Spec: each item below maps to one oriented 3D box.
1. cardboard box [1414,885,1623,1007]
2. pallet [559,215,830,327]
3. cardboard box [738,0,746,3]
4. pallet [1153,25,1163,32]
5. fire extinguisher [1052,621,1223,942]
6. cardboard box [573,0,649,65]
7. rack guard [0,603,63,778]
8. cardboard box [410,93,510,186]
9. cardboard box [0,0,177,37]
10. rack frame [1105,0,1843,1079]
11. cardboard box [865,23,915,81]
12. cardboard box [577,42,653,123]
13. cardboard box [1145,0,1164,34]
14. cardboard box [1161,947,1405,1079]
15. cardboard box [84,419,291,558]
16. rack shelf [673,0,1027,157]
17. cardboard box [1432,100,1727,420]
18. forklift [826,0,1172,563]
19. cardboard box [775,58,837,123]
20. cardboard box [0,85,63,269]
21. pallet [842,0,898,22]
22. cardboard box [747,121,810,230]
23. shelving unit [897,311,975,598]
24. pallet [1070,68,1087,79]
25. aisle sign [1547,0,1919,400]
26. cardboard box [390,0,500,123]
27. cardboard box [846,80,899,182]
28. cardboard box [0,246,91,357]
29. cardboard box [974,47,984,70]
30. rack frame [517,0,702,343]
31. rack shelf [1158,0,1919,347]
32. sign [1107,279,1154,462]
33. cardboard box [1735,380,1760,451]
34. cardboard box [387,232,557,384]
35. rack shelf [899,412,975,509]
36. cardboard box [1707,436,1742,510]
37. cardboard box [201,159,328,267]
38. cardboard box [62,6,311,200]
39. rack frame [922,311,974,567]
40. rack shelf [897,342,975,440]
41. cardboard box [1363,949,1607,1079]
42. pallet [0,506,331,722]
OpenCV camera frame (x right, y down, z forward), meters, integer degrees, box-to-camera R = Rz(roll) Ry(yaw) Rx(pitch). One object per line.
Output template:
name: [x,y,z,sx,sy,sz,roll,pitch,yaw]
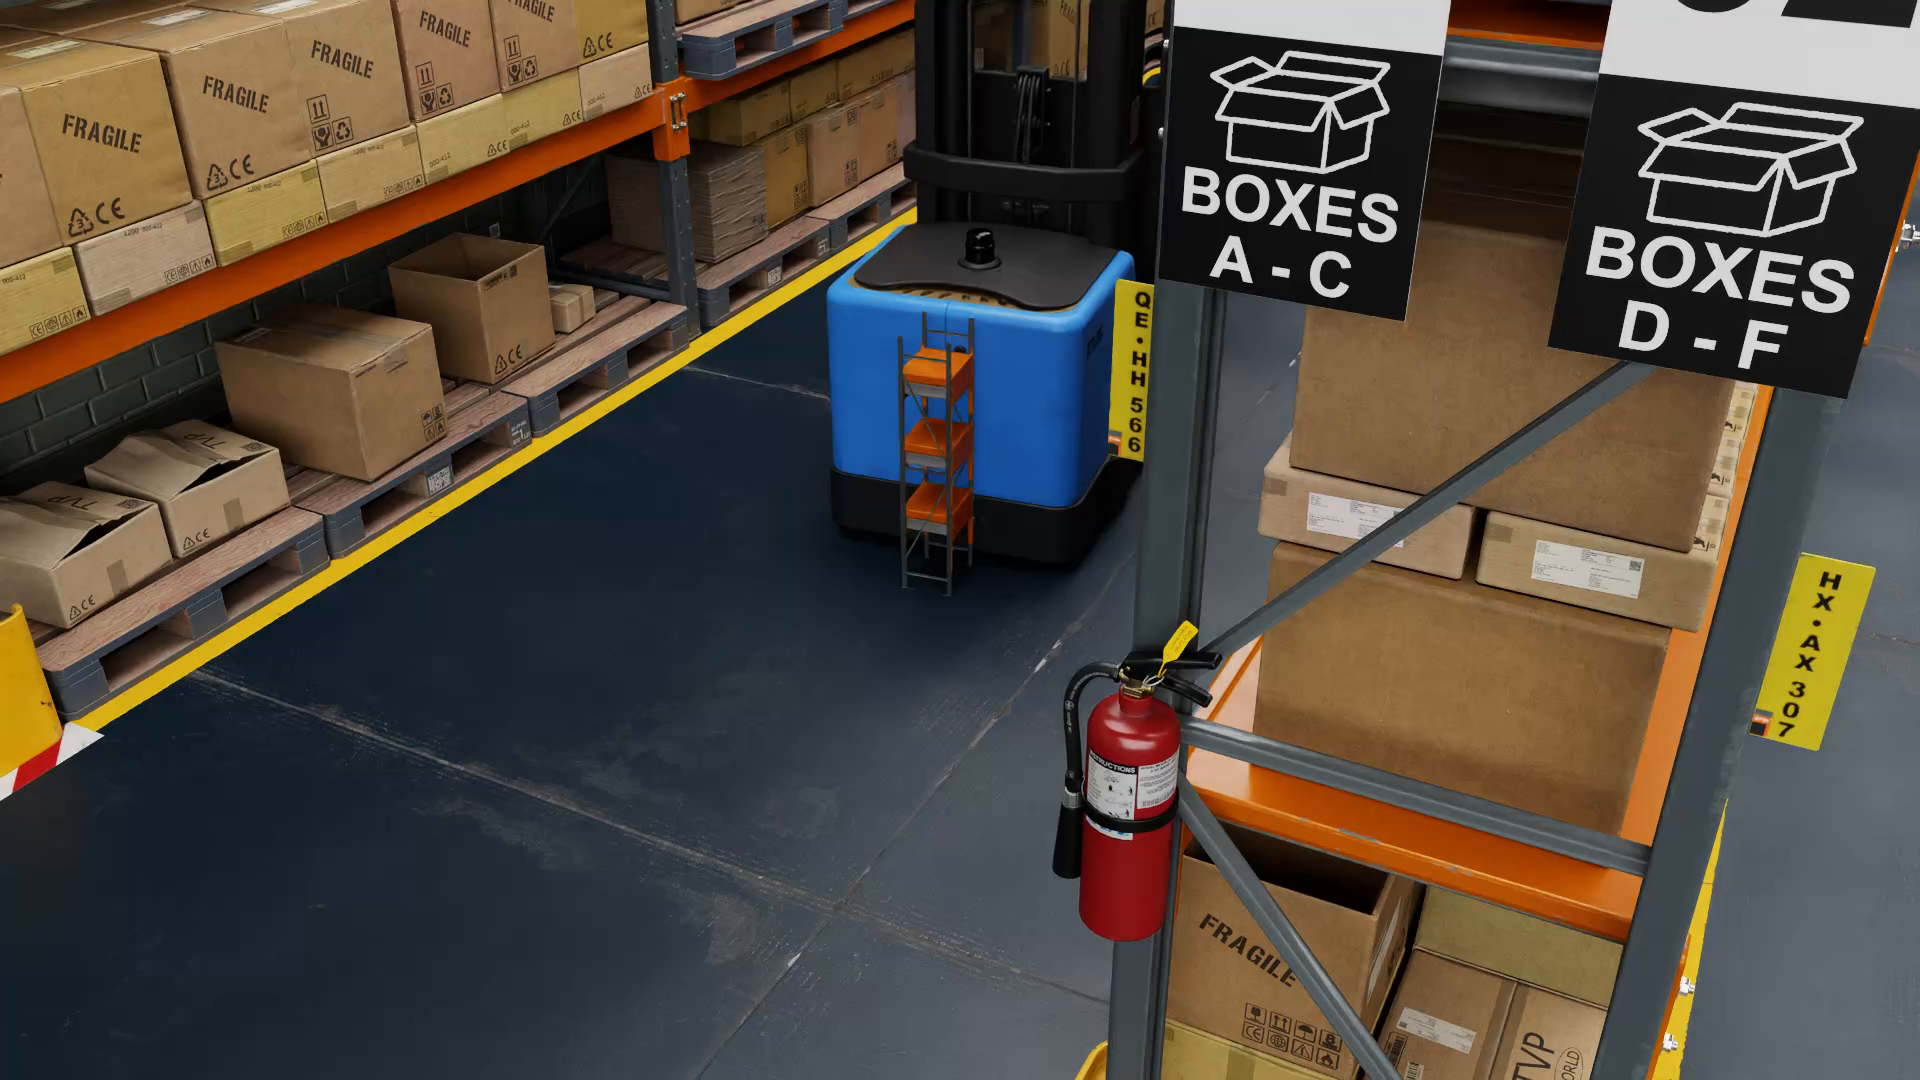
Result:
cardboard box: [1.450,0.728,4.057,0.500,0.500,0.500,14,33,23]
pallet: [-1.454,-1.580,9.289,1.003,0.211,1.213,14,33,23]
cardboard box: [-1.284,-3.141,8.666,0.700,0.500,0.500,18,34,28]
pallet: [1.552,-4.421,14.237,1.003,0.211,1.213,14,33,23]
fire extinguisher: [0.314,0.433,3.062,0.296,0.674,0.183,14,33,23]
cardboard box: [-1.748,-2.432,7.351,0.500,0.500,0.500,14,33,23]
rack guard: [-3.595,0.380,5.586,1.175,0.500,0.348,14,33,23]
cardboard box: [-2.203,-1.663,6.764,0.500,0.250,0.500,14,33,23]
cardboard box: [-3.135,-1.647,5.984,0.500,0.500,0.500,13,32,22]
rack frame: [0.779,0.451,2.952,0.949,2.616,0.053,14,33,23]
cardboard box: [-0.583,-3.079,10.415,0.500,0.250,0.500,15,33,24]
cardboard box: [-1.754,-2.108,7.540,0.500,0.250,0.500,14,33,23]
cardboard box: [1.254,-4.527,13.359,0.750,0.750,0.750,15,33,25]
cardboard box: [0.763,1.158,4.061,0.500,0.250,0.500,14,33,23]
cardboard box: [-2.975,-0.234,6.403,0.500,0.311,0.500,17,34,27]
rack shelf: [-0.897,-3.018,9.716,1.077,0.370,4.000,14,33,23]
cardboard box: [1.265,-0.616,3.407,0.700,0.500,0.500,13,32,22]
forklift: [0.449,-1.902,7.118,1.130,2.935,3.031,10,31,17]
cardboard box: [-1.056,-2.633,9.638,0.500,0.250,0.500,13,32,22]
cardboard box: [-3.145,-1.082,5.000,0.500,0.500,0.500,14,33,23]
pallet: [-0.851,-3.246,9.584,1.003,0.211,1.213,14,33,23]
cardboard box: [-1.296,-2.121,9.499,0.700,0.500,0.500,14,33,22]
shelving unit: [-0.086,-0.310,6.235,0.215,1.050,0.252,10,31,17]
pallet: [0.441,-3.340,12.354,1.003,0.211,1.213,14,33,23]
aisle sign: [1.024,-0.577,2.131,0.394,0.787,0.004,14,33,23]
cardboard box: [-2.209,-1.989,6.579,0.500,0.500,0.500,13,32,22]
cardboard box: [-0.806,-2.564,10.270,0.700,0.500,0.500,14,33,23]
cardboard box: [-3.125,-0.758,5.188,0.500,0.250,0.500,13,32,22]
cardboard box: [-0.267,-2.992,11.017,0.700,0.500,0.500,15,33,24]
rack frame: [-1.808,-2.443,7.993,1.000,3.000,0.127,14,33,23]
rack shelf: [1.693,-1.423,3.927,1.077,0.370,4.000,14,33,23]
sign: [0.305,-0.282,2.828,0.100,0.325,0.005,14,33,23]
cardboard box: [1.502,-0.337,3.573,0.380,0.149,0.250,14,33,23]
cardboard box: [-2.245,-1.081,7.688,0.500,0.500,0.500,12,32,20]
rack shelf: [-0.086,-0.301,6.241,0.215,0.259,0.240,10,31,17]
cardboard box: [1.270,-0.115,3.187,0.380,0.149,0.250,13,32,22]
cardboard box: [-2.664,-1.216,5.986,0.500,0.250,0.500,14,33,23]
cardboard box: [-2.670,-1.527,5.774,0.500,0.500,0.500,13,32,22]
rack frame: [-0.045,-0.367,6.335,0.200,1.050,0.008,10,31,17]
rack shelf: [-0.086,-0.547,6.099,0.215,0.259,0.240,10,31,17]
cardboard box: [1.224,1.275,3.857,0.500,0.250,0.500,14,33,23]
pallet: [-3.194,0.153,6.271,1.003,0.211,1.213,14,33,23]
